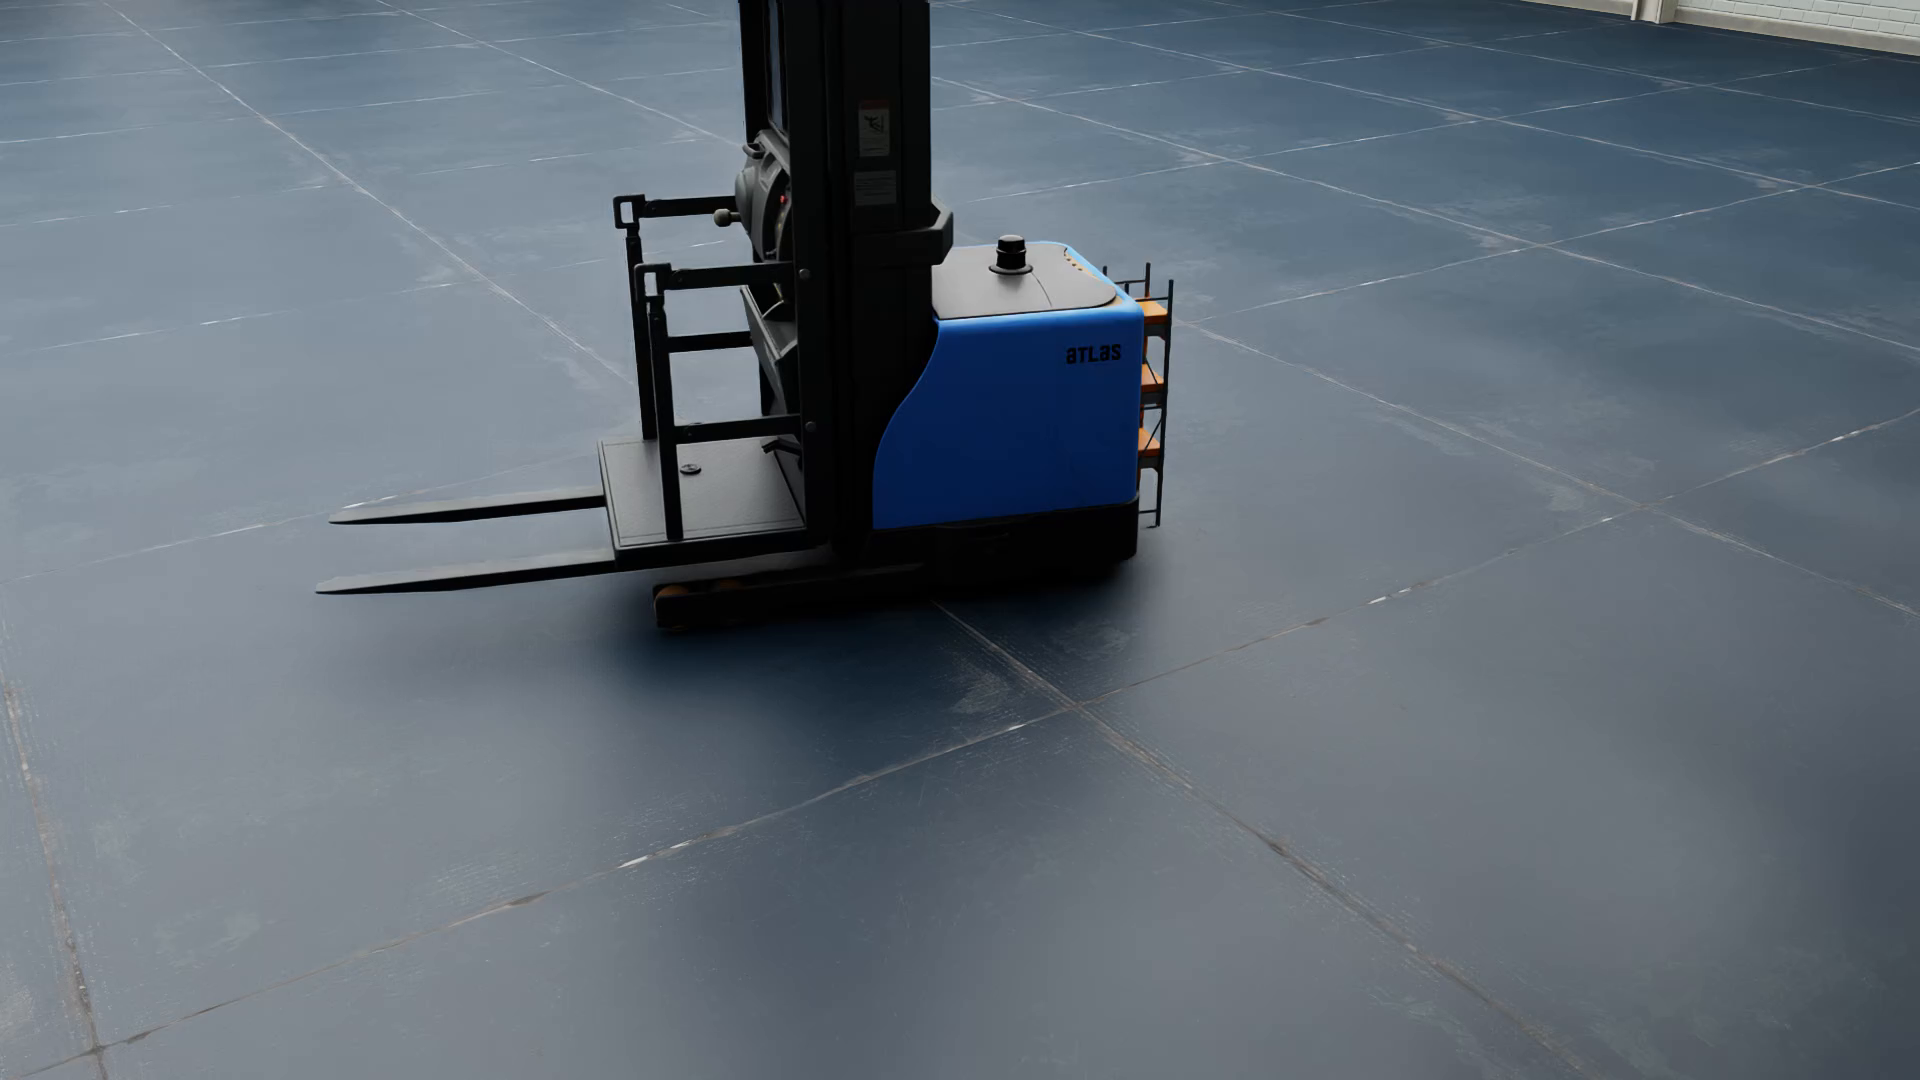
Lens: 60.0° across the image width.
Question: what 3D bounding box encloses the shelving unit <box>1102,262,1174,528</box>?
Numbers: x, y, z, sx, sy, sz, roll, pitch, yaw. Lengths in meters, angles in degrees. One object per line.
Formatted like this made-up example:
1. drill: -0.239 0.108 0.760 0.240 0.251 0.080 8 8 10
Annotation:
1. shelving unit: 0.696 -0.571 6.729 0.215 1.050 0.252 -7 26 -14

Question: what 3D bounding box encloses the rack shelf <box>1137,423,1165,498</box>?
1. rack shelf: 0.696 -0.310 6.852 0.215 0.259 0.240 -7 26 -14

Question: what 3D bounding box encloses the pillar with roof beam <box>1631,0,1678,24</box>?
1. pillar with roof beam: 4.704 -9.299 15.908 9.100 9.000 0.400 -16 29 -30

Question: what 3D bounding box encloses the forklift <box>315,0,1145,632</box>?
1. forklift: -0.885 -1.242 5.947 3.031 2.935 1.130 -6 26 -13

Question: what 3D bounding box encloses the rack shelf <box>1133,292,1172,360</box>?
1. rack shelf: 0.696 -0.818 6.612 0.215 0.259 0.240 -7 26 -14

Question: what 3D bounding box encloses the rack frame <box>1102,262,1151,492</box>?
1. rack frame: 0.663 -0.621 6.835 0.200 1.050 0.008 -7 26 -14

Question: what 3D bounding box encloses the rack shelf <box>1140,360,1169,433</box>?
1. rack shelf: 0.696 -0.561 6.733 0.215 0.259 0.240 -7 26 -14

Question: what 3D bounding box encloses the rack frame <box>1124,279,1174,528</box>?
1. rack frame: 0.728 -0.520 6.623 0.200 1.050 0.008 -7 26 -14
